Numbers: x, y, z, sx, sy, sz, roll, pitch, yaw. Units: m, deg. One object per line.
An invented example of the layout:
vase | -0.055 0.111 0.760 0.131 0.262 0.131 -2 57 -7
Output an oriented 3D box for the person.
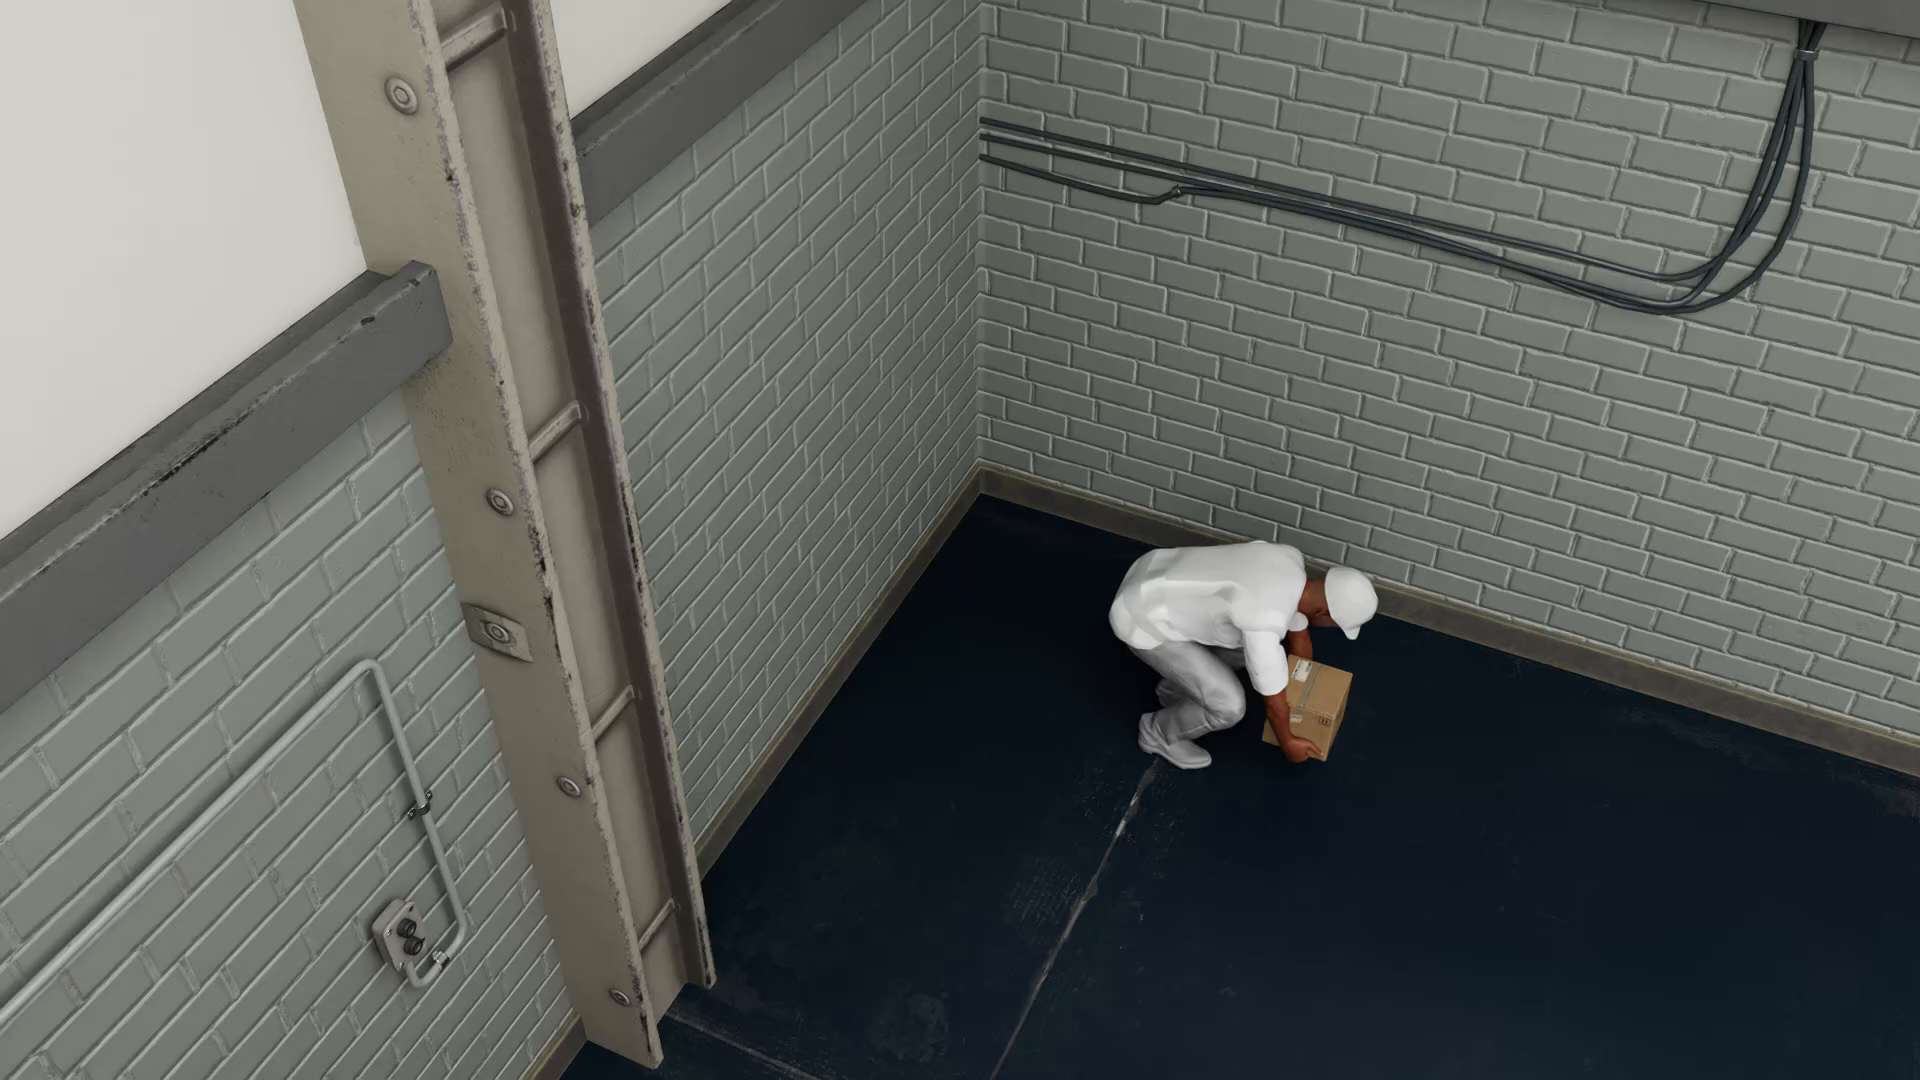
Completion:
person | 1.040 0.411 6.294 0.944 1.013 0.534 16 44 17
